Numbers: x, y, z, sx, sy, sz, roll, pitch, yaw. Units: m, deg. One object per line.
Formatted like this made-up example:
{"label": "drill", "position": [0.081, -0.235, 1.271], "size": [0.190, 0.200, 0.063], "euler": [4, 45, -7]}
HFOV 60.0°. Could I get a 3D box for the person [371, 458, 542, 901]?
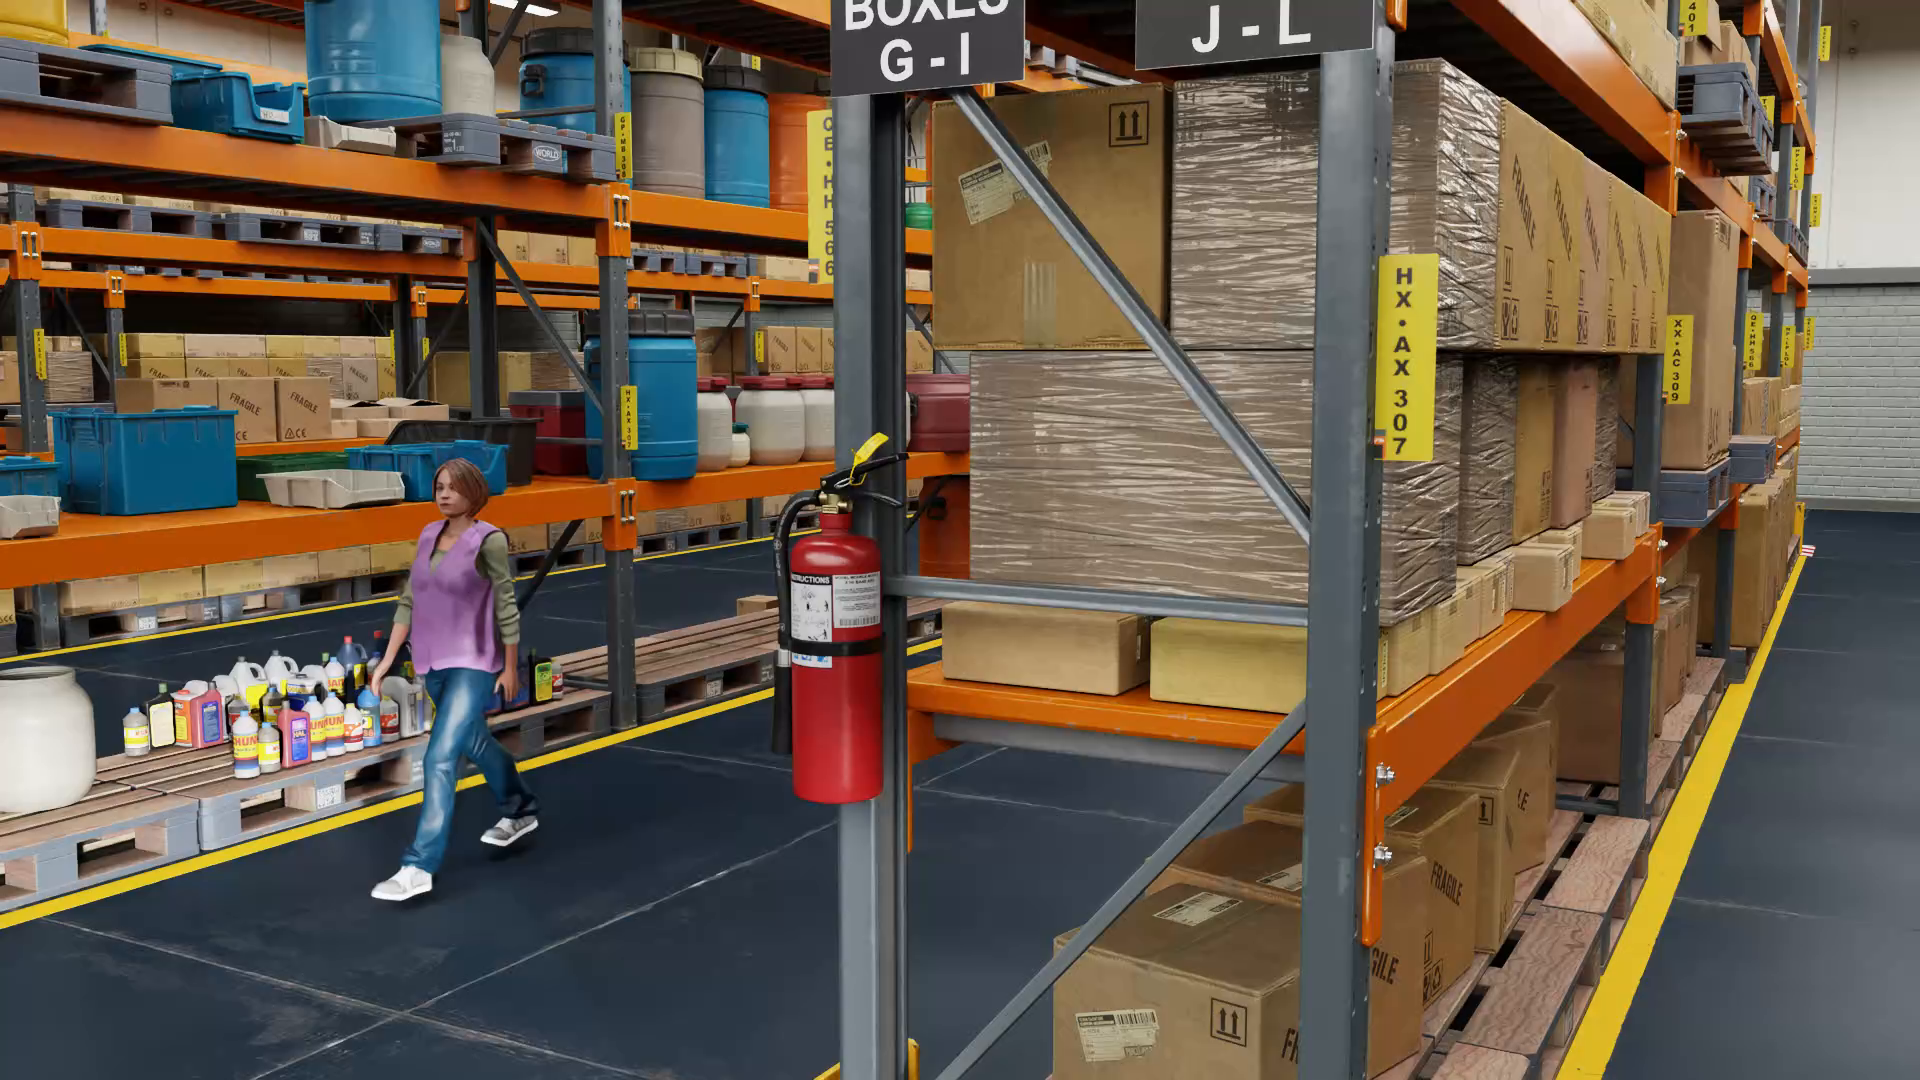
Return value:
{"label": "person", "position": [-1.898, 0.466, 6.159], "size": [0.408, 1.536, 0.944], "euler": [4, 7, 30]}
